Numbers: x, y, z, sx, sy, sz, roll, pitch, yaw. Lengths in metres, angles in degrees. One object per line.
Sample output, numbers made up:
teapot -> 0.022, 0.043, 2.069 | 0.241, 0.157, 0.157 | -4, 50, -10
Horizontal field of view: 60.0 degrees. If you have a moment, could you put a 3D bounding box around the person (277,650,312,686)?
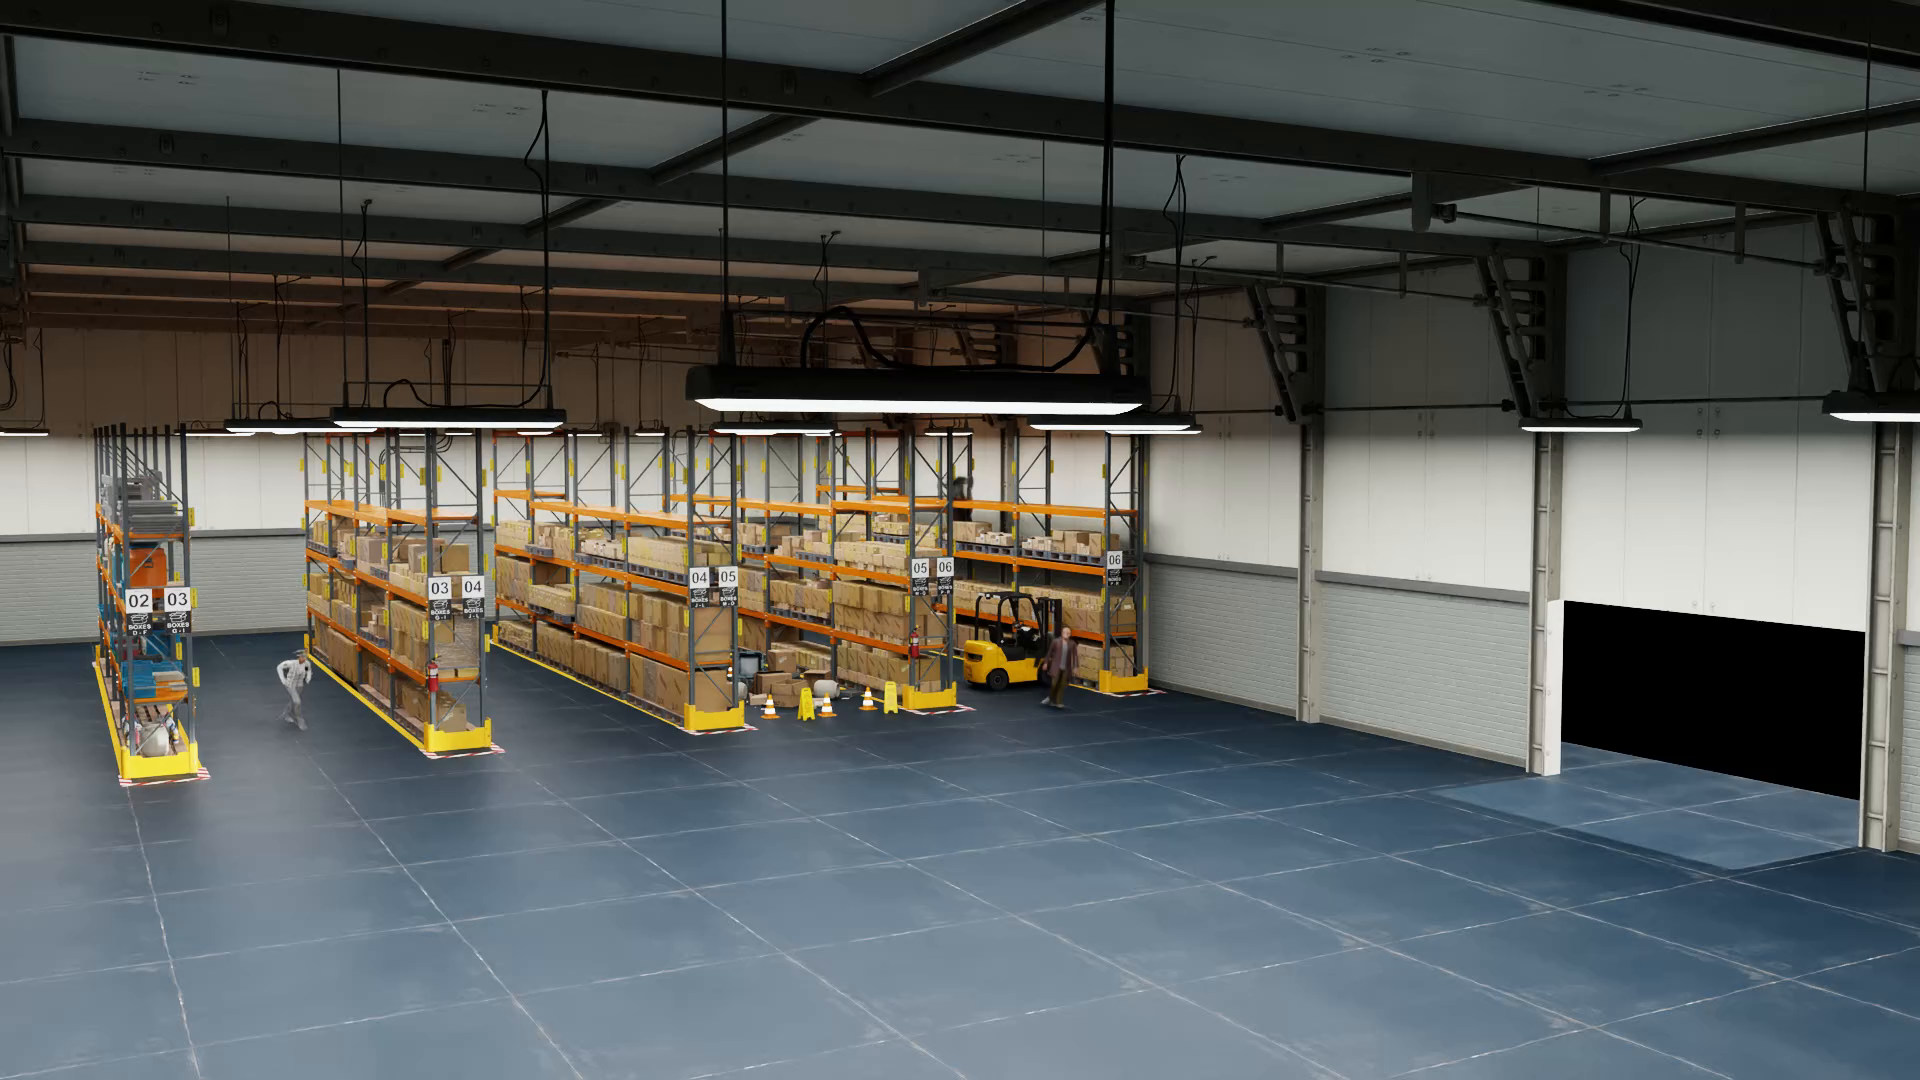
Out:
person -> -13.052, 2.526, 32.785 | 0.458, 0.737, 0.663 | 3, 5, 44

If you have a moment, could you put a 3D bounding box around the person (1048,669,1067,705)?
person -> 2.099, 3.020, 35.414 | 0.445, 1.002, 0.469 | -1, 4, -14

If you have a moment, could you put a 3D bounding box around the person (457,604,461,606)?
person -> -14.021, 2.131, 45.847 | 0.573, 1.776, 0.947 | -1, 4, -16
